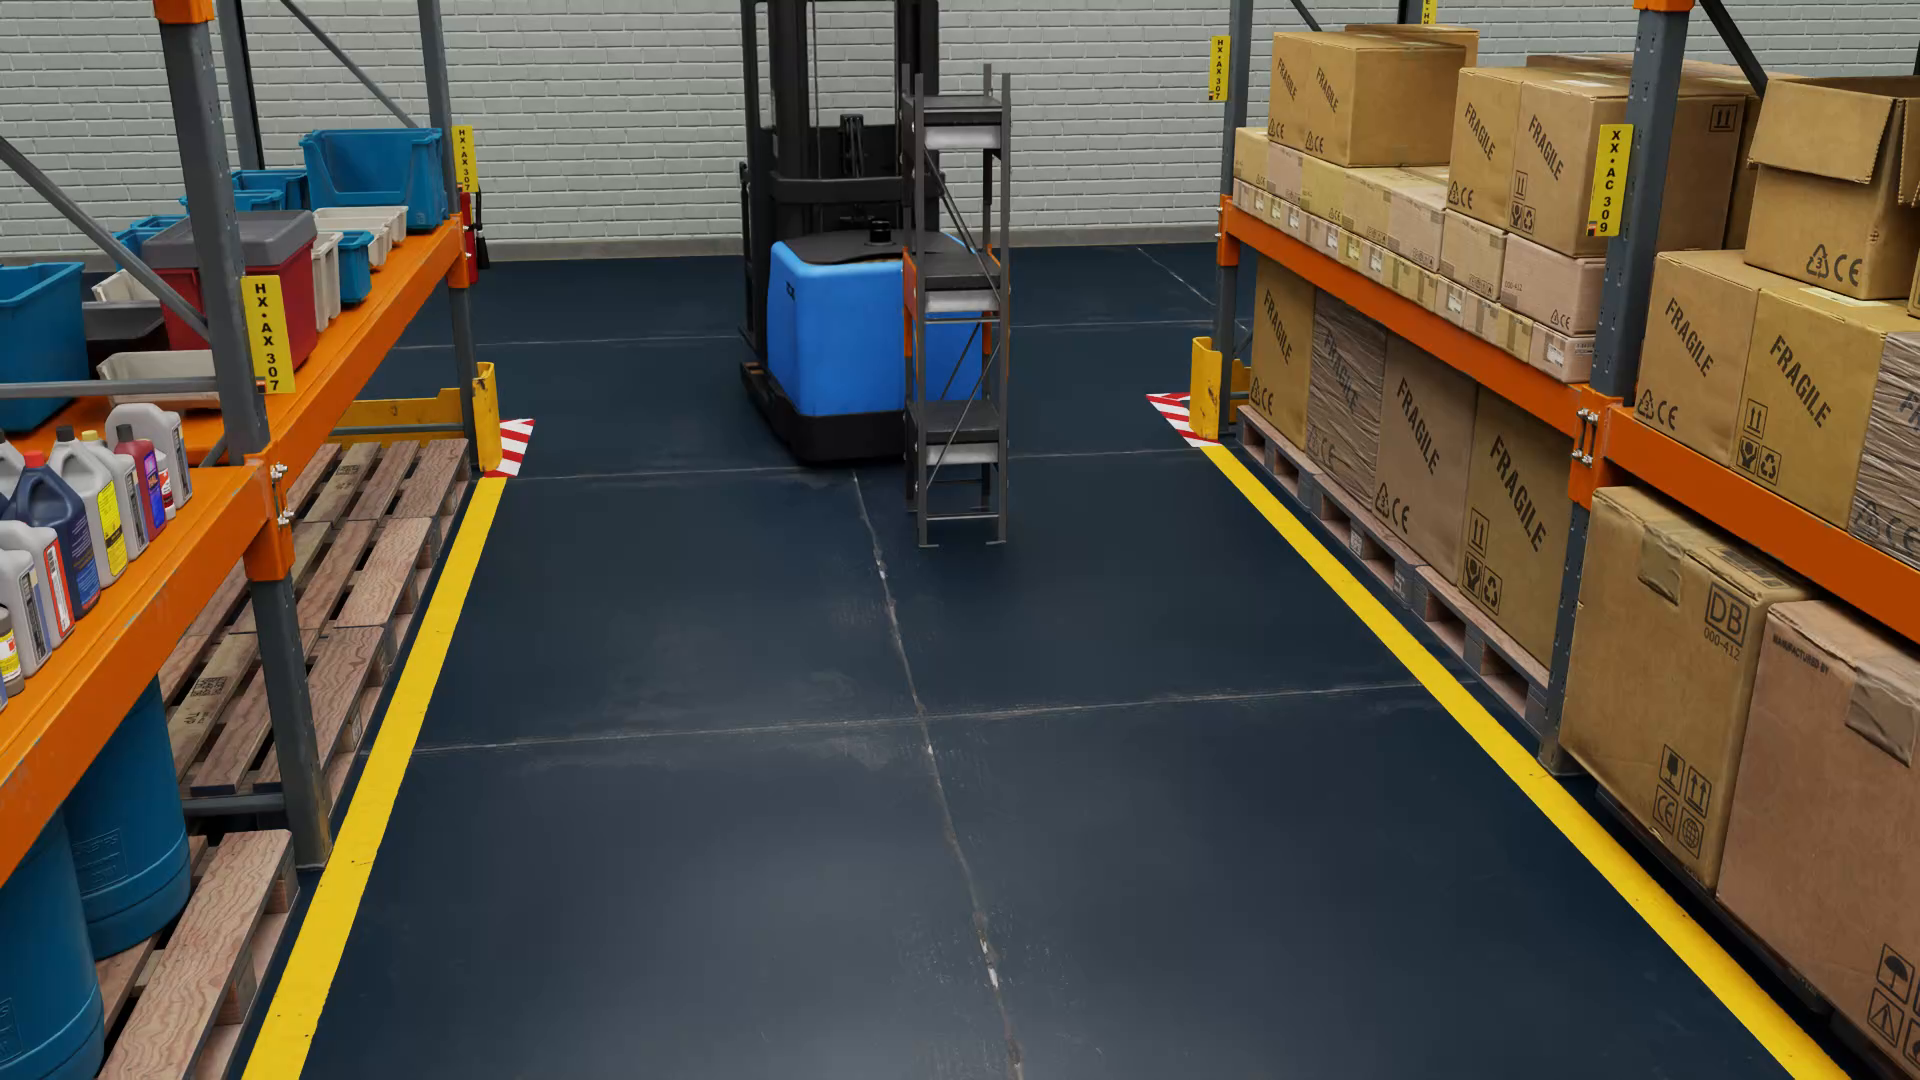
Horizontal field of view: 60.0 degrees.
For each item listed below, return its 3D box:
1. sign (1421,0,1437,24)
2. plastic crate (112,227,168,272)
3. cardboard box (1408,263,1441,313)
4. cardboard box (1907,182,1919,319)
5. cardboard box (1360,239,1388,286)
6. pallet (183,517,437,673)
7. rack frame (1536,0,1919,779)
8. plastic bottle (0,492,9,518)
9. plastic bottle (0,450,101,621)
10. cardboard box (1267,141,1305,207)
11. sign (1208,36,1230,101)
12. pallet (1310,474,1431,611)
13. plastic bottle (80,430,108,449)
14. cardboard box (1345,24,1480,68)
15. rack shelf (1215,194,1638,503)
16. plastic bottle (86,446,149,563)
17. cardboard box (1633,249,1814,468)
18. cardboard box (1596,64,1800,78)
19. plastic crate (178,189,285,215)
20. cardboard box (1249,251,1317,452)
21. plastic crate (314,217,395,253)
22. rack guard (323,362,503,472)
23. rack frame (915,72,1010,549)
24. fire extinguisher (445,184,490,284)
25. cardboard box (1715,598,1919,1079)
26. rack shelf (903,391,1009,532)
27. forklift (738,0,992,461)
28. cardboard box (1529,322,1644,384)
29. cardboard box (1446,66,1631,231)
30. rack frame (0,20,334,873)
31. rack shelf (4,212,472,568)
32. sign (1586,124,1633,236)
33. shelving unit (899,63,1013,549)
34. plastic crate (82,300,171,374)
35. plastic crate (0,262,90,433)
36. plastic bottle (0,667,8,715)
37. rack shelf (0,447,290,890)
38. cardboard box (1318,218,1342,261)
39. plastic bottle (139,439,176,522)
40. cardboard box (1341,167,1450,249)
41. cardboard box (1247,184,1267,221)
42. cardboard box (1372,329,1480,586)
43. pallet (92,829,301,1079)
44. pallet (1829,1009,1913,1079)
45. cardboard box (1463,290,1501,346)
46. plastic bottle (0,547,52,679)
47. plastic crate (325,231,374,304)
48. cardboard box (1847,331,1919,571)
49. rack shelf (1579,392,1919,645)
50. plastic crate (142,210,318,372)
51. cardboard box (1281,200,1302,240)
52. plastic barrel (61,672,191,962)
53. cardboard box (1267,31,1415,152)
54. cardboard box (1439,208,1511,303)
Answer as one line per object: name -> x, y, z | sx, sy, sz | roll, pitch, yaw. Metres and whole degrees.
sign -> 2.437, -2.711, 8.694 | 0.100, 0.325, 0.005 | -3, 21, -8
plastic crate -> -3.060, -1.073, 6.456 | 0.416, 0.233, 0.300 | -3, 21, -8
cardboard box -> 1.958, -0.978, 6.406 | 0.380, 0.149, 0.250 | -3, 21, -7
cardboard box -> 2.662, -0.708, 3.748 | 0.797, 0.503, 0.637 | -3, 21, -7
cardboard box -> 1.885, -1.155, 6.880 | 0.380, 0.149, 0.250 | -3, 21, -7
pallet -> -2.750, 0.230, 6.799 | 1.003, 0.211, 1.213 | -3, 21, -8
rack frame -> 2.475, -0.650, 5.170 | 1.000, 3.000, 0.127 | -3, 21, -8
plastic bottle -> -2.086, -0.004, 3.511 | 0.144, 0.351, 0.185 | -3, 21, -8
plastic bottle -> -1.944, -0.012, 3.531 | 0.144, 0.351, 0.185 | -3, 21, -8
cardboard box -> 1.782, -1.745, 7.890 | 0.500, 0.250, 0.500 | -3, 21, -8
sign -> 1.348, -2.452, 8.643 | 0.100, 0.325, 0.005 | -3, 21, -8
pallet -> 2.263, -0.034, 7.507 | 1.003, 0.211, 1.213 | -3, 21, -8
plastic bottle -> -2.171, -0.174, 4.180 | 0.097, 0.201, 0.097 | 0, 20, 0
cardboard box -> 2.228, -2.300, 8.305 | 0.500, 0.500, 0.500 | -3, 21, -7
rack shelf -> 2.186, -1.006, 7.150 | 1.077, 0.370, 4.000 | -3, 21, -8
plastic bottle -> -1.997, -0.096, 3.863 | 0.152, 0.276, 0.135 | -3, 21, -8
cardboard box -> 2.294, -0.525, 4.692 | 0.500, 0.500, 0.500 | -3, 21, -8
cardboard box -> 2.595, -1.420, 5.949 | 0.500, 0.500, 0.500 | -3, 21, -8
plastic crate -> -3.198, -1.405, 7.344 | 0.416, 0.233, 0.300 | -3, 21, -8
cardboard box -> 2.069, -1.019, 8.594 | 0.875, 0.875, 0.875 | -3, 21, -8
plastic crate -> -2.679, -1.316, 7.243 | 0.396, 0.136, 0.243 | -3, 21, -8
rack guard -> -3.019, -0.622, 8.667 | 1.175, 0.500, 0.348 | -3, 21, -8
rack frame -> 0.011, -0.956, 7.276 | 0.400, 2.100, 0.015 | -3, 21, -8
fire extinguisher -> -2.575, -1.650, 8.489 | 0.296, 0.674, 0.183 | -3, 21, -8
cardboard box -> 2.716, 0.678, 4.050 | 1.225, 0.875, 0.875 | -4, 21, -10
rack shelf -> -0.024, -0.372, 7.752 | 0.431, 0.518, 0.480 | -3, 21, -8
forklift -> -0.721, -2.264, 9.589 | 1.130, 2.935, 3.031 | -6, 21, -15
cardboard box -> 2.107, -0.622, 5.452 | 0.380, 0.149, 0.250 | -3, 21, -7
cardboard box -> 2.076, -1.390, 5.868 | 0.500, 0.500, 0.500 | -3, 21, -7
rack frame -> -2.427, -0.400, 4.501 | 1.000, 3.000, 0.127 | -3, 21, -8
rack shelf -> -2.715, -0.756, 6.481 | 1.077, 0.370, 4.000 | -3, 21, -8
sign -> 1.926, -1.064, 4.928 | 0.100, 0.325, 0.005 | -3, 21, -8
shelving unit -> -0.024, -1.041, 7.502 | 0.431, 2.100, 0.503 | -3, 21, -8
plastic crate -> -2.854, -0.674, 5.540 | 0.437, 0.125, 0.590 | -3, 21, -8
plastic crate -> -2.831, -0.566, 4.880 | 0.392, 0.384, 0.575 | -3, 21, -8
plastic bottle -> -1.872, 0.206, 3.055 | 0.152, 0.276, 0.135 | -3, 21, -8
rack shelf -> -2.138, 0.629, 2.773 | 1.077, 0.370, 4.000 | -3, 21, -8
cardboard box -> 1.810, -1.333, 7.357 | 0.380, 0.149, 0.250 | -3, 21, -8
plastic bottle -> -2.006, -0.148, 4.110 | 0.097, 0.201, 0.097 | 0, 20, 0
cardboard box -> 1.931, -1.390, 6.941 | 0.500, 0.250, 0.500 | -3, 21, -9
cardboard box -> 1.661, -1.689, 8.311 | 0.380, 0.149, 0.250 | -3, 21, -9
cardboard box -> 2.329, -0.396, 6.925 | 0.875, 0.875, 0.875 | -3, 21, -8
pallet -> -2.357, 1.175, 4.268 | 1.003, 0.211, 1.213 | -3, 21, -8
pallet -> 2.840, 1.343, 3.819 | 1.003, 0.211, 1.213 | -3, 21, -8
cardboard box -> 2.032, -0.800, 5.929 | 0.380, 0.149, 0.250 | -3, 21, -9
plastic bottle -> -1.905, 0.126, 3.270 | 0.152, 0.276, 0.135 | -3, 21, -8
plastic crate -> -2.453, -1.037, 6.359 | 0.416, 0.233, 0.300 | -3, 21, -8
cardboard box -> 2.439, -0.178, 3.762 | 0.500, 0.500, 0.500 | -3, 21, -9
rack shelf -> 2.763, 0.379, 3.442 | 1.077, 0.370, 4.000 | -3, 21, -8
plastic crate -> -2.307, -0.780, 5.341 | 0.402, 0.464, 0.583 | -3, 21, -8
cardboard box -> 1.737, -1.510, 7.832 | 0.380, 0.149, 0.250 | -3, 21, -9
plastic barrel -> -2.365, 0.575, 4.288 | 0.600, 0.901, 0.708 | -3, 21, -8
cardboard box -> 1.772, -2.103, 7.776 | 0.500, 0.500, 0.500 | -3, 21, -9
cardboard box -> 2.074, -1.038, 5.997 | 0.500, 0.250, 0.500 | -2, 21, -6
